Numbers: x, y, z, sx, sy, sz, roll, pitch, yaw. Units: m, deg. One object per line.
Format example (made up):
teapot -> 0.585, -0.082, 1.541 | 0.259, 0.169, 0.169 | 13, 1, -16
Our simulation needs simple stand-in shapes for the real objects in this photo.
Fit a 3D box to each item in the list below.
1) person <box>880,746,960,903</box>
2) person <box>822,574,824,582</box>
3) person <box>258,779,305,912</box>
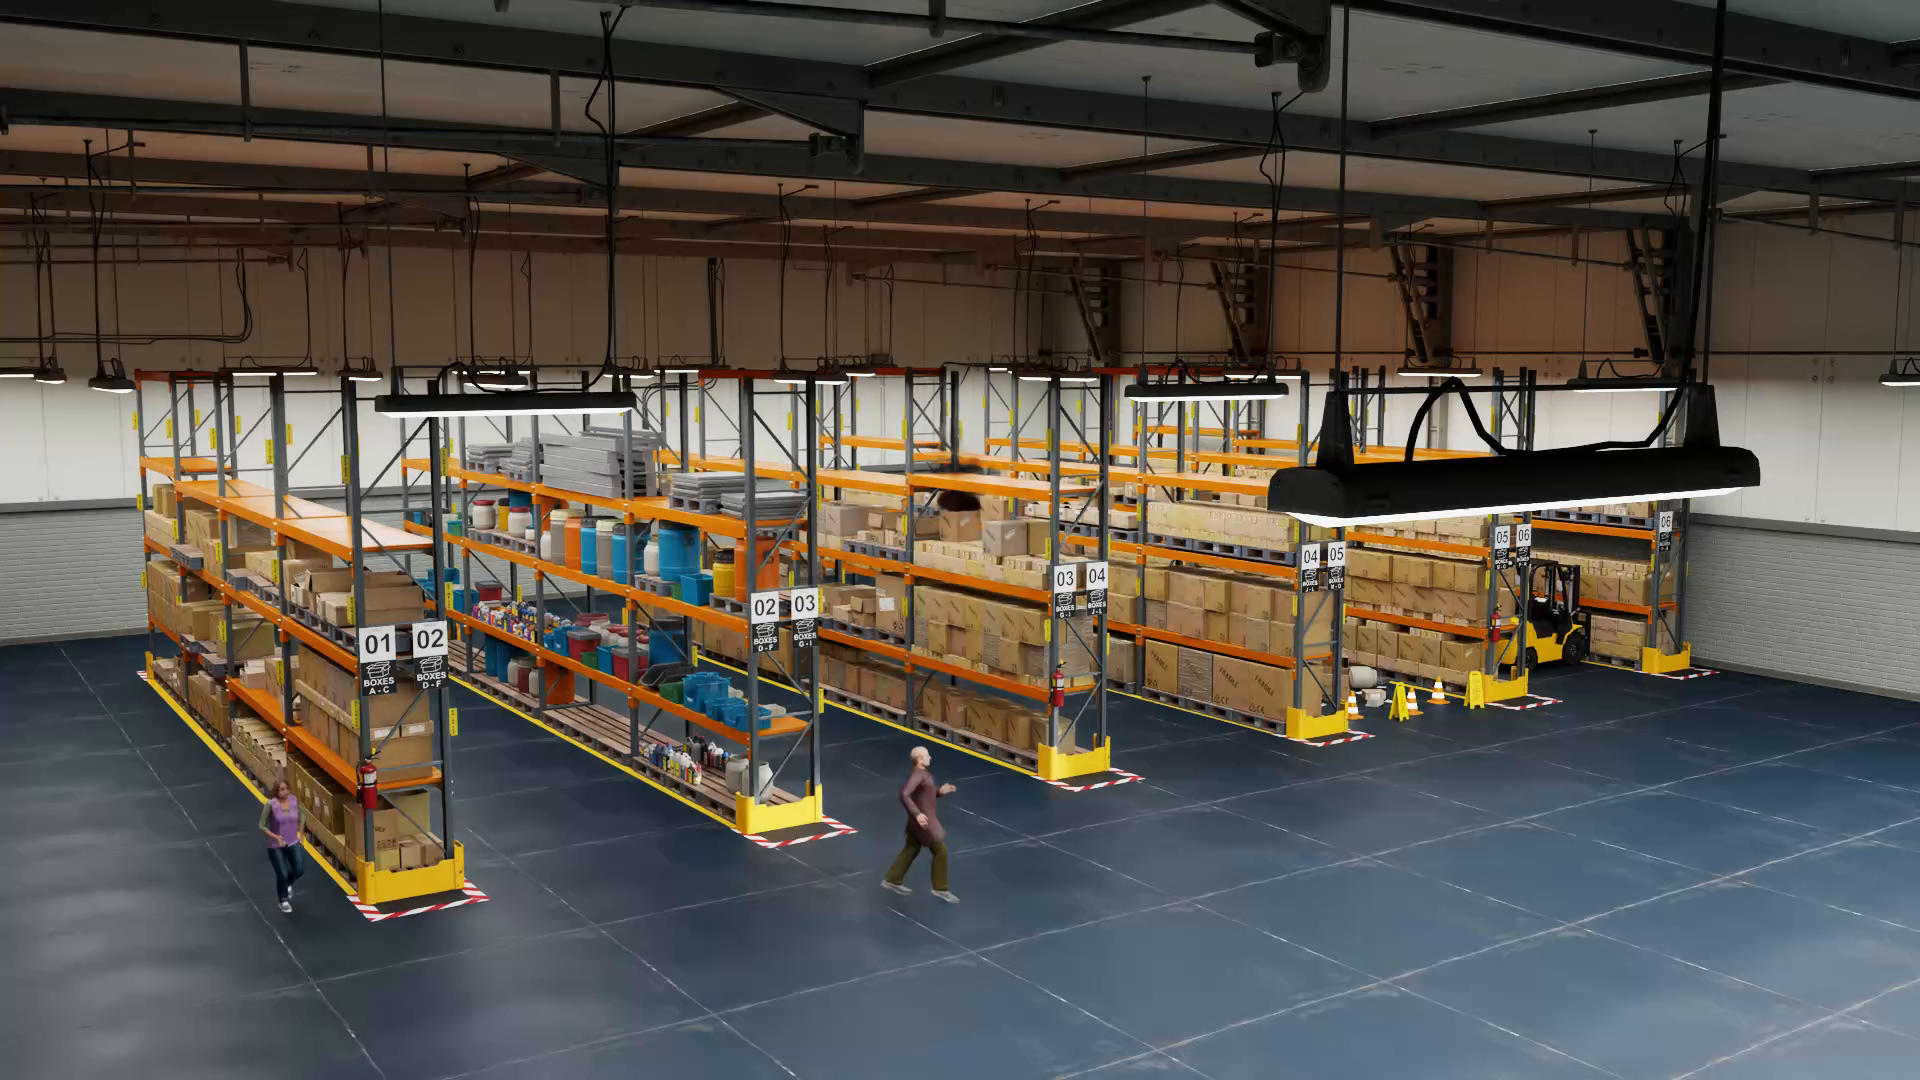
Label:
person -> -0.464, 3.281, 19.146 | 0.903, 1.837, 0.681 | -1, 7, -12
person -> -3.374, 1.242, 38.176 | 0.613, 1.615, 0.761 | -4, 8, -31
person -> -7.626, 3.455, 18.803 | 0.553, 1.555, 0.549 | -6, 9, -41
